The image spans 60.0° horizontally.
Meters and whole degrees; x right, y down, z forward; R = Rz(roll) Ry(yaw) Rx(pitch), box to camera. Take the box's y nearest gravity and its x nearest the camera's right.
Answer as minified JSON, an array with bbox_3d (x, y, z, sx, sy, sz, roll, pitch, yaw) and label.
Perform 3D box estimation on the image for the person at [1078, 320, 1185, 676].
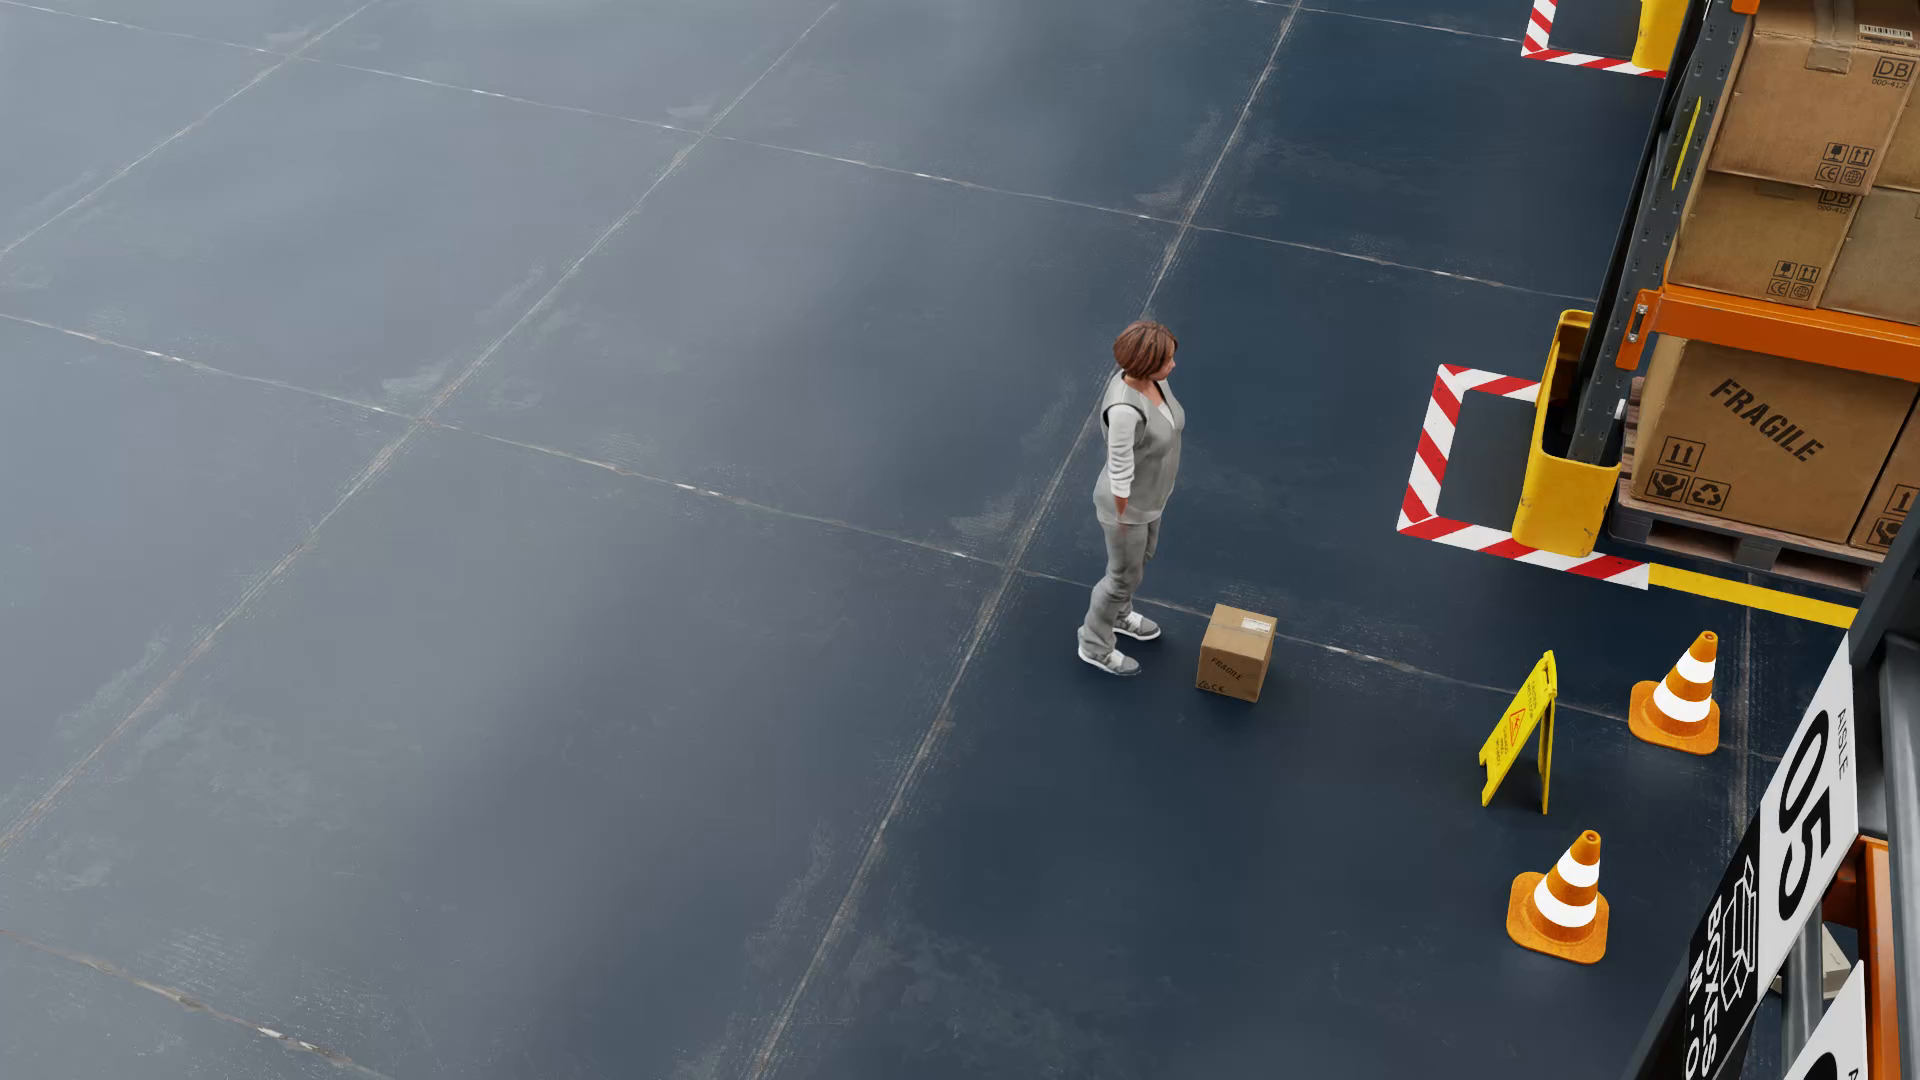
[{"bbox_3d":[0.664,-0.157,6.366,0.308,1.602,0.406,15,44,16],"label":"person"}]
